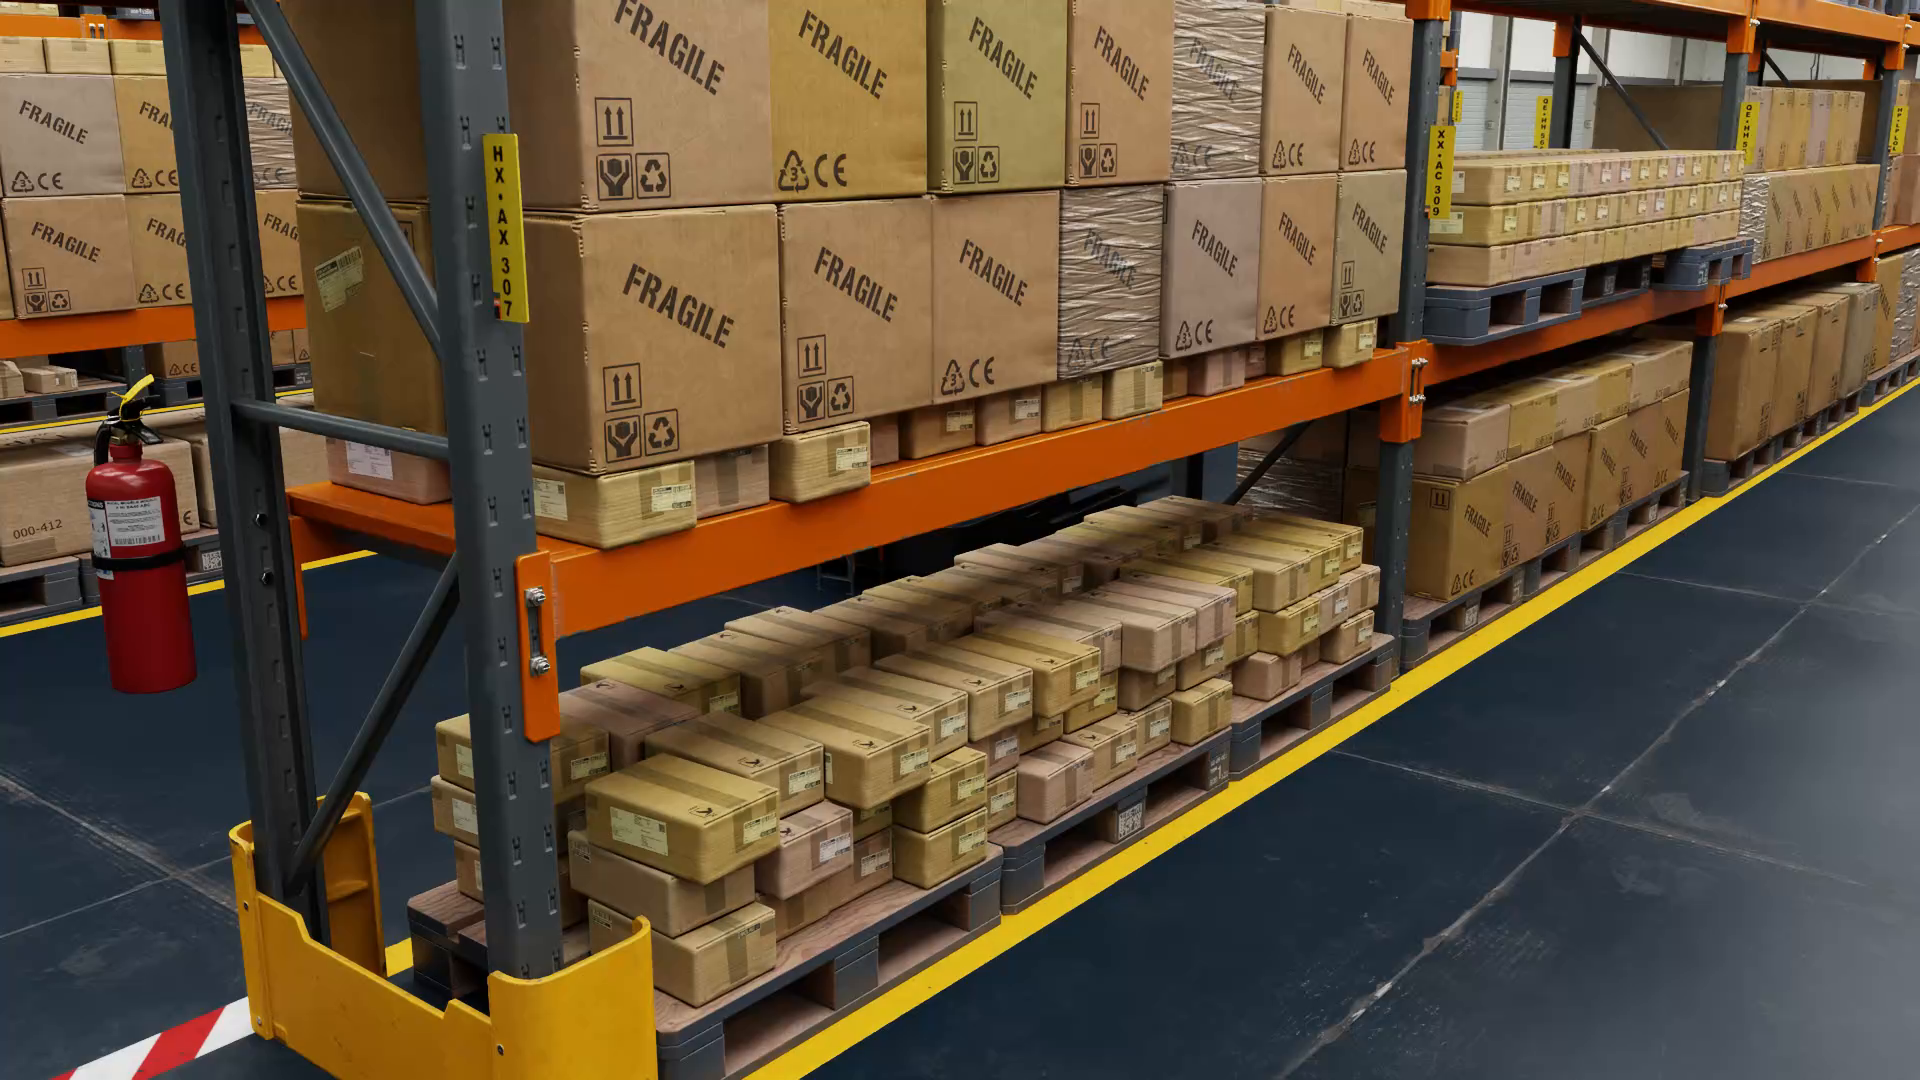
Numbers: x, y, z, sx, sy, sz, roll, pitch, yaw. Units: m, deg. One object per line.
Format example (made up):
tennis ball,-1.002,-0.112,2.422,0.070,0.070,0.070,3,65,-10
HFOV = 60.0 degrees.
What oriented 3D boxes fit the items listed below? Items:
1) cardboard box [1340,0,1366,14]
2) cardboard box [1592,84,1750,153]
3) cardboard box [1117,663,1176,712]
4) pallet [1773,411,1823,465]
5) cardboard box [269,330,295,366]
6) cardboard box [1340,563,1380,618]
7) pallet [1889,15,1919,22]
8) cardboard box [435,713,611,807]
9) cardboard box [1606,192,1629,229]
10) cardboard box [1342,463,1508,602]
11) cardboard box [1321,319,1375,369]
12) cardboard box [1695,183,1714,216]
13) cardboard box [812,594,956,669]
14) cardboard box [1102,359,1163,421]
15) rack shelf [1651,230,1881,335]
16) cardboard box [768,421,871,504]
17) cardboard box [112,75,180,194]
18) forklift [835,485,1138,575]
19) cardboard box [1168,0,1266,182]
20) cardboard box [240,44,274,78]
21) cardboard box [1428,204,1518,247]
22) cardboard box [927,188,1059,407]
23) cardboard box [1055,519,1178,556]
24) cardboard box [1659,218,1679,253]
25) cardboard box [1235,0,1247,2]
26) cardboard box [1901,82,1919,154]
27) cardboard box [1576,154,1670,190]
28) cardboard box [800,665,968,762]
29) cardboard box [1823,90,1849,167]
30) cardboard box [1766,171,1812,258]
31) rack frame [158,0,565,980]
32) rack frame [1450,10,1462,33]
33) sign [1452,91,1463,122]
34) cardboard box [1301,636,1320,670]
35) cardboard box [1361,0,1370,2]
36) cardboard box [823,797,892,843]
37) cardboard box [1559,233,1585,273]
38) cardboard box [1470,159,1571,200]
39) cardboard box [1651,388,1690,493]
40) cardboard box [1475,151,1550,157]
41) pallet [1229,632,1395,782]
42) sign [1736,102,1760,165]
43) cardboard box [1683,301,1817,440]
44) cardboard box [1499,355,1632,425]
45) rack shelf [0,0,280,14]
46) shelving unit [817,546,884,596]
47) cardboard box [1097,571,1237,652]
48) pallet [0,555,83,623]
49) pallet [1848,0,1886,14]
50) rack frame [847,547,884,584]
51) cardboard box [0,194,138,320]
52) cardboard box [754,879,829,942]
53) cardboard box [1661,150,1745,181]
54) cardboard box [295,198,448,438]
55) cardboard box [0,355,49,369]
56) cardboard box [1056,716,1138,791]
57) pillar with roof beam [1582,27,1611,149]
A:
cardboard box,3.535,-5.020,15.898,0.500,0.250,0.500,11,18,38
cardboard box,4.093,-2.363,9.599,0.700,0.500,0.500,11,18,37
cardboard box,0.460,0.405,5.271,0.380,0.149,0.250,10,17,35
pallet,5.124,-0.766,11.209,1.003,0.211,1.213,11,18,38
cardboard box,-5.682,-1.647,13.237,0.500,0.500,0.500,11,18,37
cardboard box,1.338,0.164,6.218,0.380,0.149,0.250,12,18,39
pallet,7.606,-4.310,13.585,1.003,0.211,1.213,11,18,38
cardboard box,-1.090,0.536,4.150,0.380,0.149,0.250,12,18,38
cardboard box,2.715,-1.462,7.338,0.380,0.149,0.250,11,18,37
cardboard box,1.959,-0.072,7.038,0.500,0.500,0.500,12,19,40
cardboard box,1.214,-0.701,5.799,0.380,0.149,0.250,11,18,36
cardboard box,3.517,-1.704,8.292,0.380,0.149,0.250,12,18,39
cardboard box,-0.234,0.294,5.102,0.380,0.149,0.250,11,18,36
cardboard box,0.365,-0.456,4.837,0.380,0.149,0.250,12,18,39
rack shelf,5.060,-1.780,10.998,1.077,0.370,4.000,11,18,38
cardboard box,-0.428,-0.201,3.834,0.380,0.149,0.250,11,18,36
cardboard box,-3.666,-1.836,7.526,0.500,0.500,0.500,11,18,38
forklift,0.318,-1.552,8.781,1.130,2.935,3.031,8,16,30
cardboard box,0.550,-1.329,4.925,0.500,0.500,0.500,12,18,39
cardboard box,-3.424,-2.230,7.759,0.380,0.149,0.250,11,18,36
cardboard box,1.894,-1.210,6.346,0.380,0.149,0.250,12,18,38
cardboard box,-0.094,-0.648,4.273,0.500,0.500,0.500,12,18,38
cardboard box,0.571,0.044,6.087,0.380,0.149,0.250,11,18,37
cardboard box,3.204,-1.466,7.959,0.380,0.149,0.250,10,18,35
cardboard box,2.149,-4.709,14.425,0.500,0.250,0.500,11,18,36
cardboard box,7.277,-3.378,13.332,0.875,0.550,0.550,11,18,38
cardboard box,3.037,-1.704,7.686,0.380,0.149,0.250,12,19,40
cardboard box,-0.203,0.469,4.415,0.380,0.149,0.250,10,17,35
cardboard box,5.688,-2.850,11.515,0.700,0.500,0.500,11,18,37
cardboard box,4.930,-2.032,10.328,0.500,0.500,0.500,11,18,37
rack frame,-1.225,-0.213,3.371,1.000,3.000,0.127,11,18,38
rack frame,4.917,-6.932,17.633,1.000,3.000,0.127,11,18,38
sign,5.336,-4.649,17.837,0.100,0.325,0.005,11,18,38
cardboard box,1.079,0.363,6.038,0.380,0.149,0.250,12,18,39
cardboard box,3.768,-5.297,16.181,0.380,0.149,0.250,12,18,39
cardboard box,-0.395,0.656,4.283,0.380,0.149,0.250,12,18,38
cardboard box,2.383,-1.215,6.970,0.380,0.149,0.250,11,18,38
cardboard box,2.228,-1.457,6.715,0.380,0.149,0.250,11,18,38
cardboard box,3.593,-0.571,9.002,0.500,0.500,0.500,11,18,37
cardboard box,2.702,-1.856,8.287,0.380,0.149,0.250,12,19,40
pallet,0.894,0.506,6.202,1.003,0.211,1.213,11,18,38
sign,4.231,-2.186,8.945,0.100,0.325,0.005,11,18,38
cardboard box,4.802,-1.129,10.692,1.050,0.750,0.750,12,18,38
cardboard box,2.936,-0.736,8.129,0.500,0.250,0.500,12,18,39
rack shelf,-3.882,-2.448,7.537,1.077,0.370,4.000,11,18,38
shelving unit,-0.509,-0.291,7.635,0.215,1.050,0.252,8,16,30
cardboard box,0.665,0.226,5.368,0.380,0.149,0.250,10,17,35
pallet,-4.697,0.226,7.304,1.003,0.211,1.213,11,18,38
pallet,5.779,-3.689,11.350,0.805,0.209,1.217,10,18,35
rack frame,-0.447,-0.317,7.737,0.200,1.050,0.008,8,16,30
cardboard box,-3.984,-1.252,7.256,0.500,0.500,0.500,11,18,37
cardboard box,-0.546,0.851,4.117,0.380,0.149,0.250,11,18,37
cardboard box,3.851,-1.951,8.659,0.380,0.149,0.250,10,18,35
cardboard box,-1.143,-0.532,3.817,0.500,0.500,0.500,12,18,39
cardboard box,-7.087,-1.304,12.272,0.500,0.311,0.500,12,19,39
cardboard box,0.315,0.616,5.044,0.380,0.149,0.250,11,18,38
pillar with roof beam,18.348,-11.635,36.148,9.100,9.000,0.400,11,18,38
